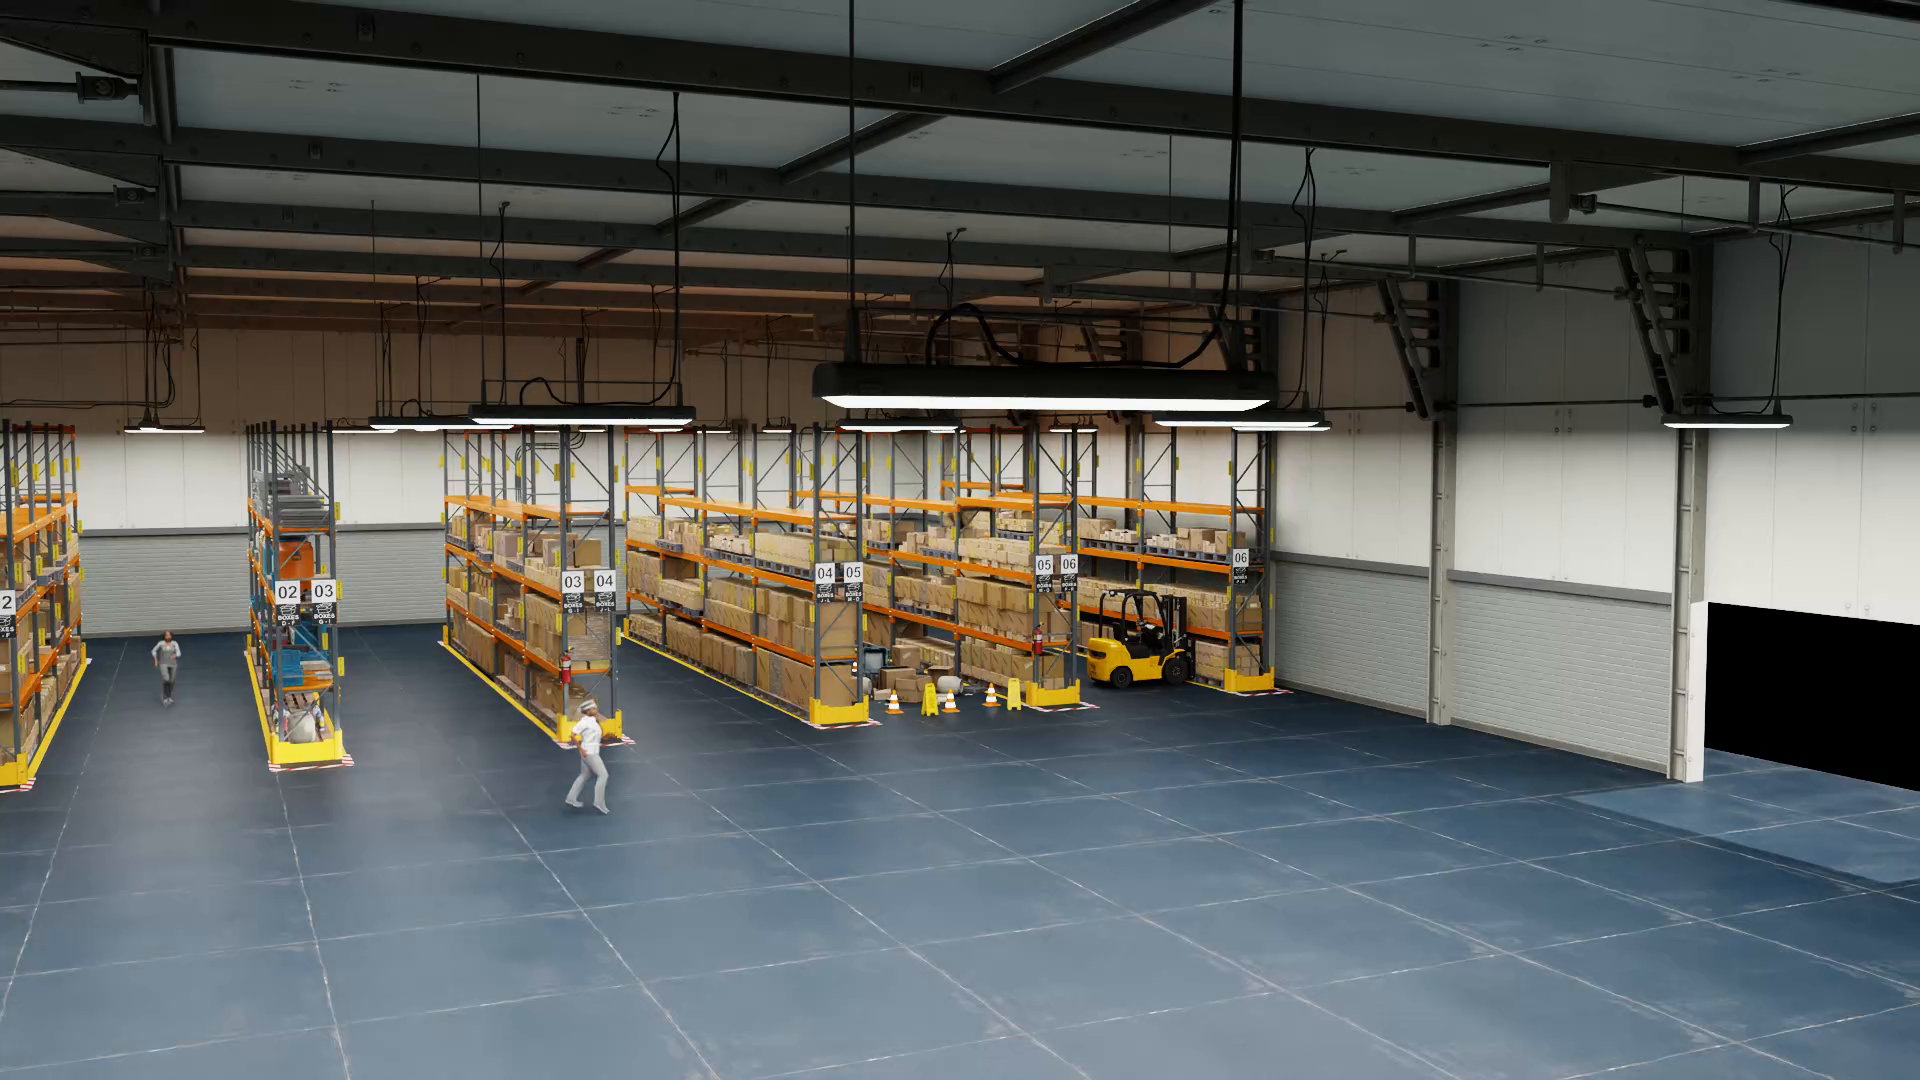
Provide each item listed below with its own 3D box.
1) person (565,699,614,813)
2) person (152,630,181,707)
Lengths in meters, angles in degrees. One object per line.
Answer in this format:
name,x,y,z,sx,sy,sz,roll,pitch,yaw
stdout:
person,-5.636,3.296,25.324,0.745,1.760,0.549,0,4,-7
person,-16.807,2.717,35.283,0.503,1.617,0.682,-3,5,-39
